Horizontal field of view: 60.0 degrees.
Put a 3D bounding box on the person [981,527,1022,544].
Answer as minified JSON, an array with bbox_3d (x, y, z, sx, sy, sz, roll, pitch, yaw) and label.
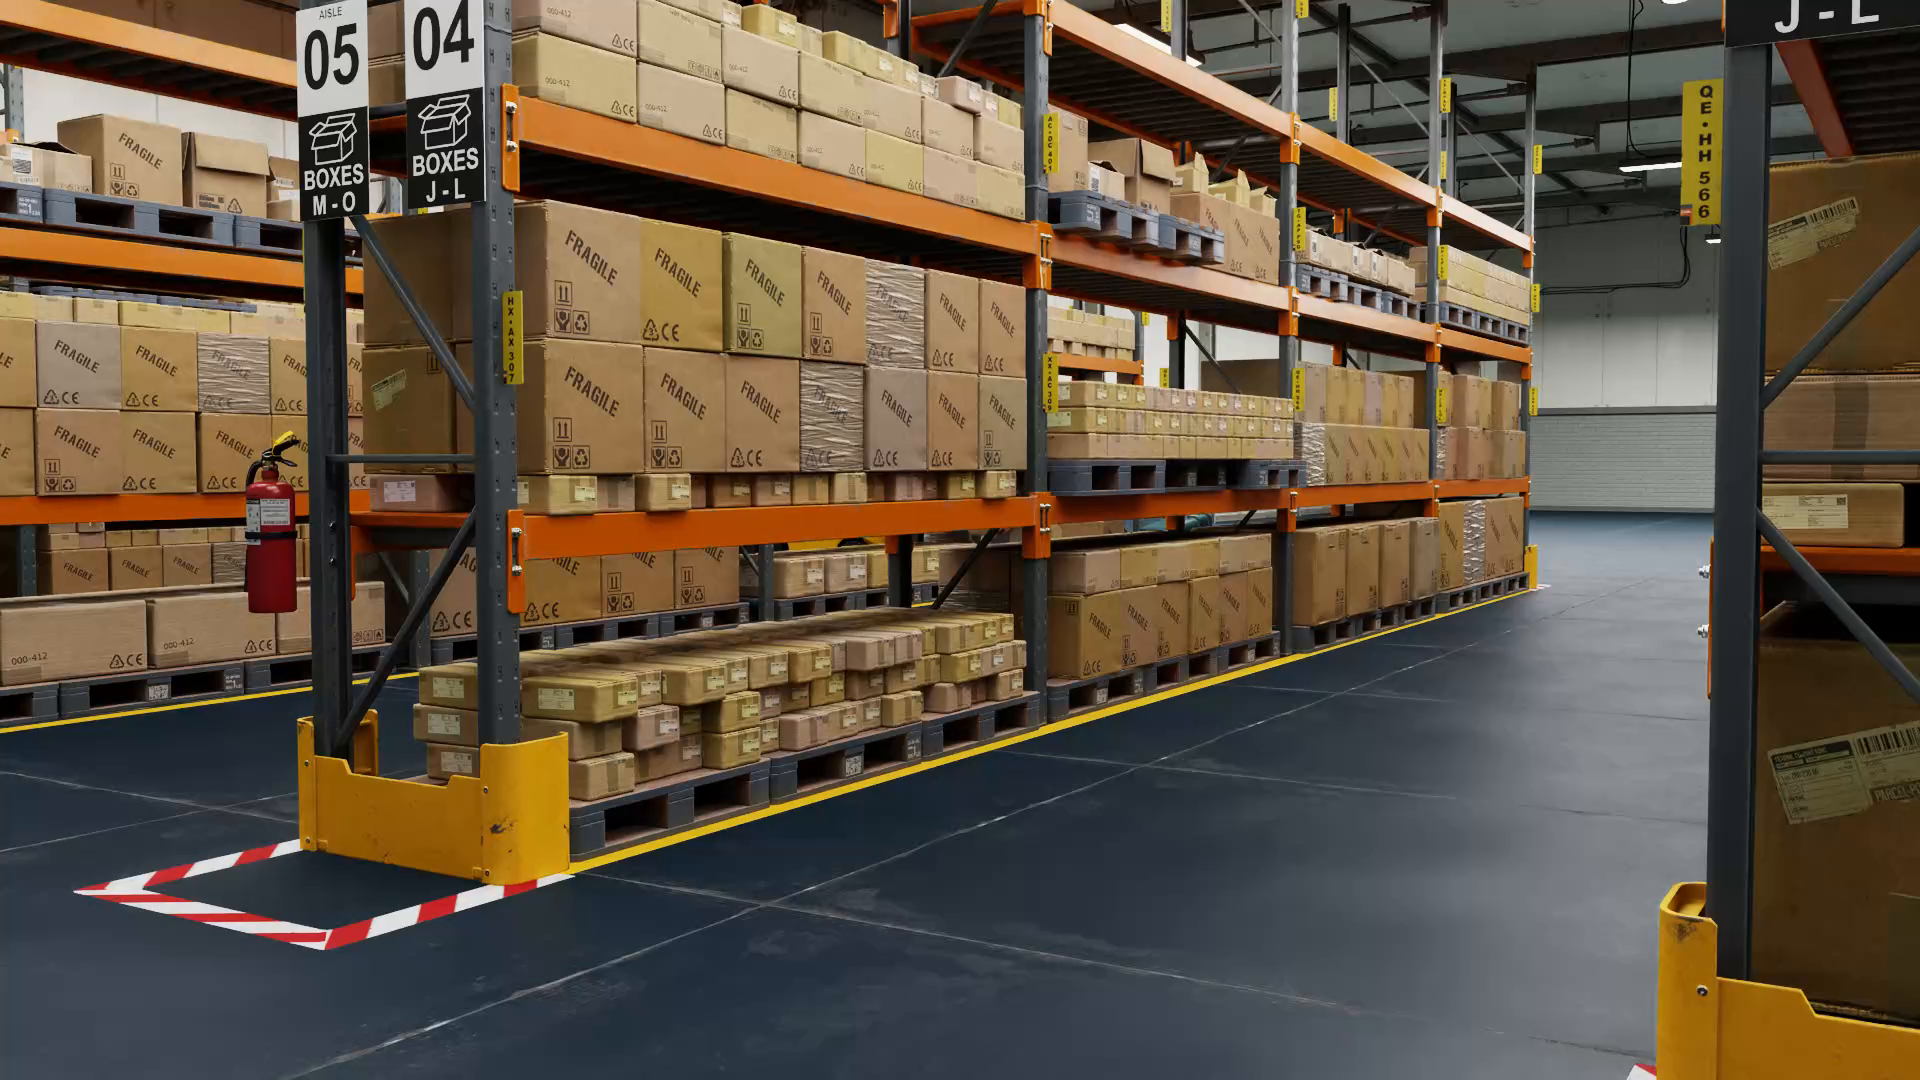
[{"bbox_3d":[0.338,-0.001,12.982,0.531,1.769,0.554,2,3,31],"label":"person"}]
